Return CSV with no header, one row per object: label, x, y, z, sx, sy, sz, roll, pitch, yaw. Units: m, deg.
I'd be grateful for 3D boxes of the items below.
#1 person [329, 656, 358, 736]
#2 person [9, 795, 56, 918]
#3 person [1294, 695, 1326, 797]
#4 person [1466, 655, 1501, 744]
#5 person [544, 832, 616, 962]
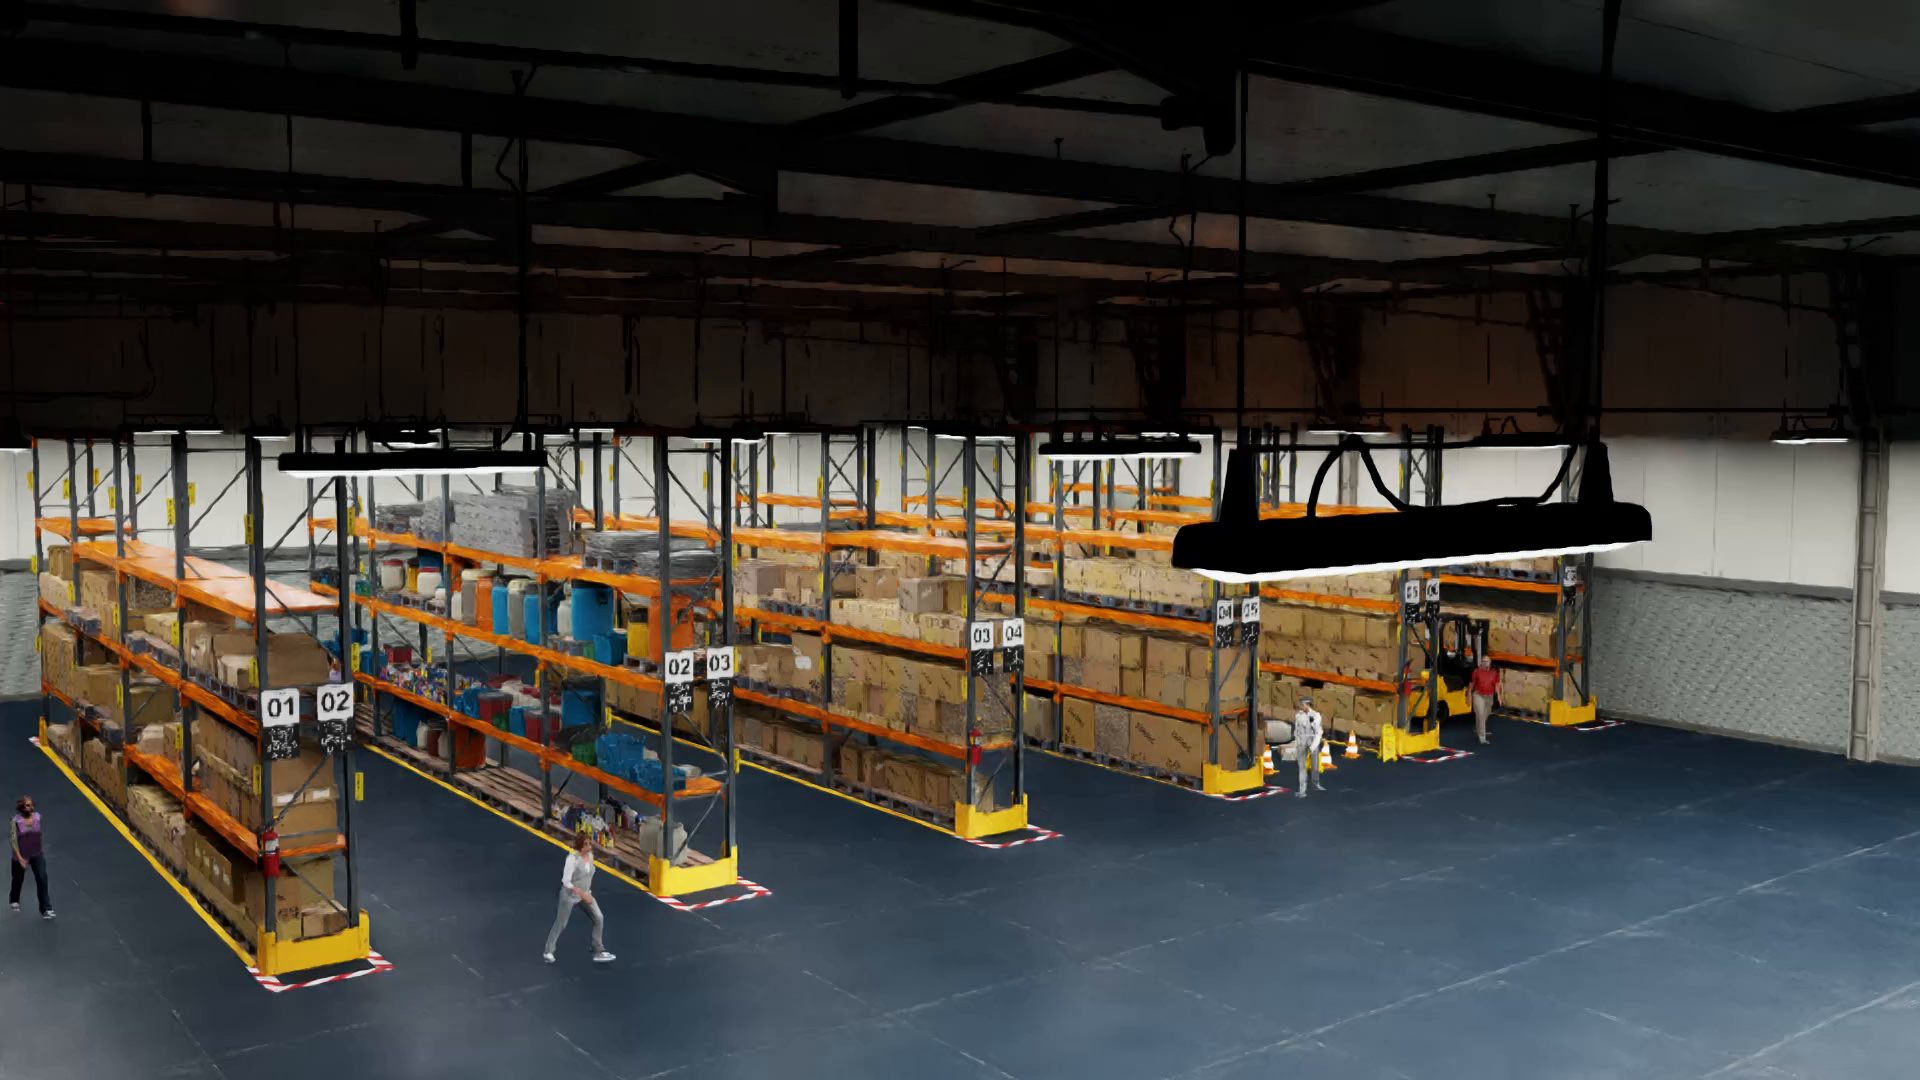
person,-11.876,3.029,31.894,0.548,1.599,0.678,0,4,-4
person,-11.617,3.925,20.702,0.957,1.533,0.411,4,6,45
person,5.726,3.359,27.314,0.491,1.659,0.679,2,5,27
person,9.987,3.003,31.706,0.610,1.682,0.977,-1,5,-10
person,-4.385,4.064,18.991,0.782,1.527,0.562,3,6,36
